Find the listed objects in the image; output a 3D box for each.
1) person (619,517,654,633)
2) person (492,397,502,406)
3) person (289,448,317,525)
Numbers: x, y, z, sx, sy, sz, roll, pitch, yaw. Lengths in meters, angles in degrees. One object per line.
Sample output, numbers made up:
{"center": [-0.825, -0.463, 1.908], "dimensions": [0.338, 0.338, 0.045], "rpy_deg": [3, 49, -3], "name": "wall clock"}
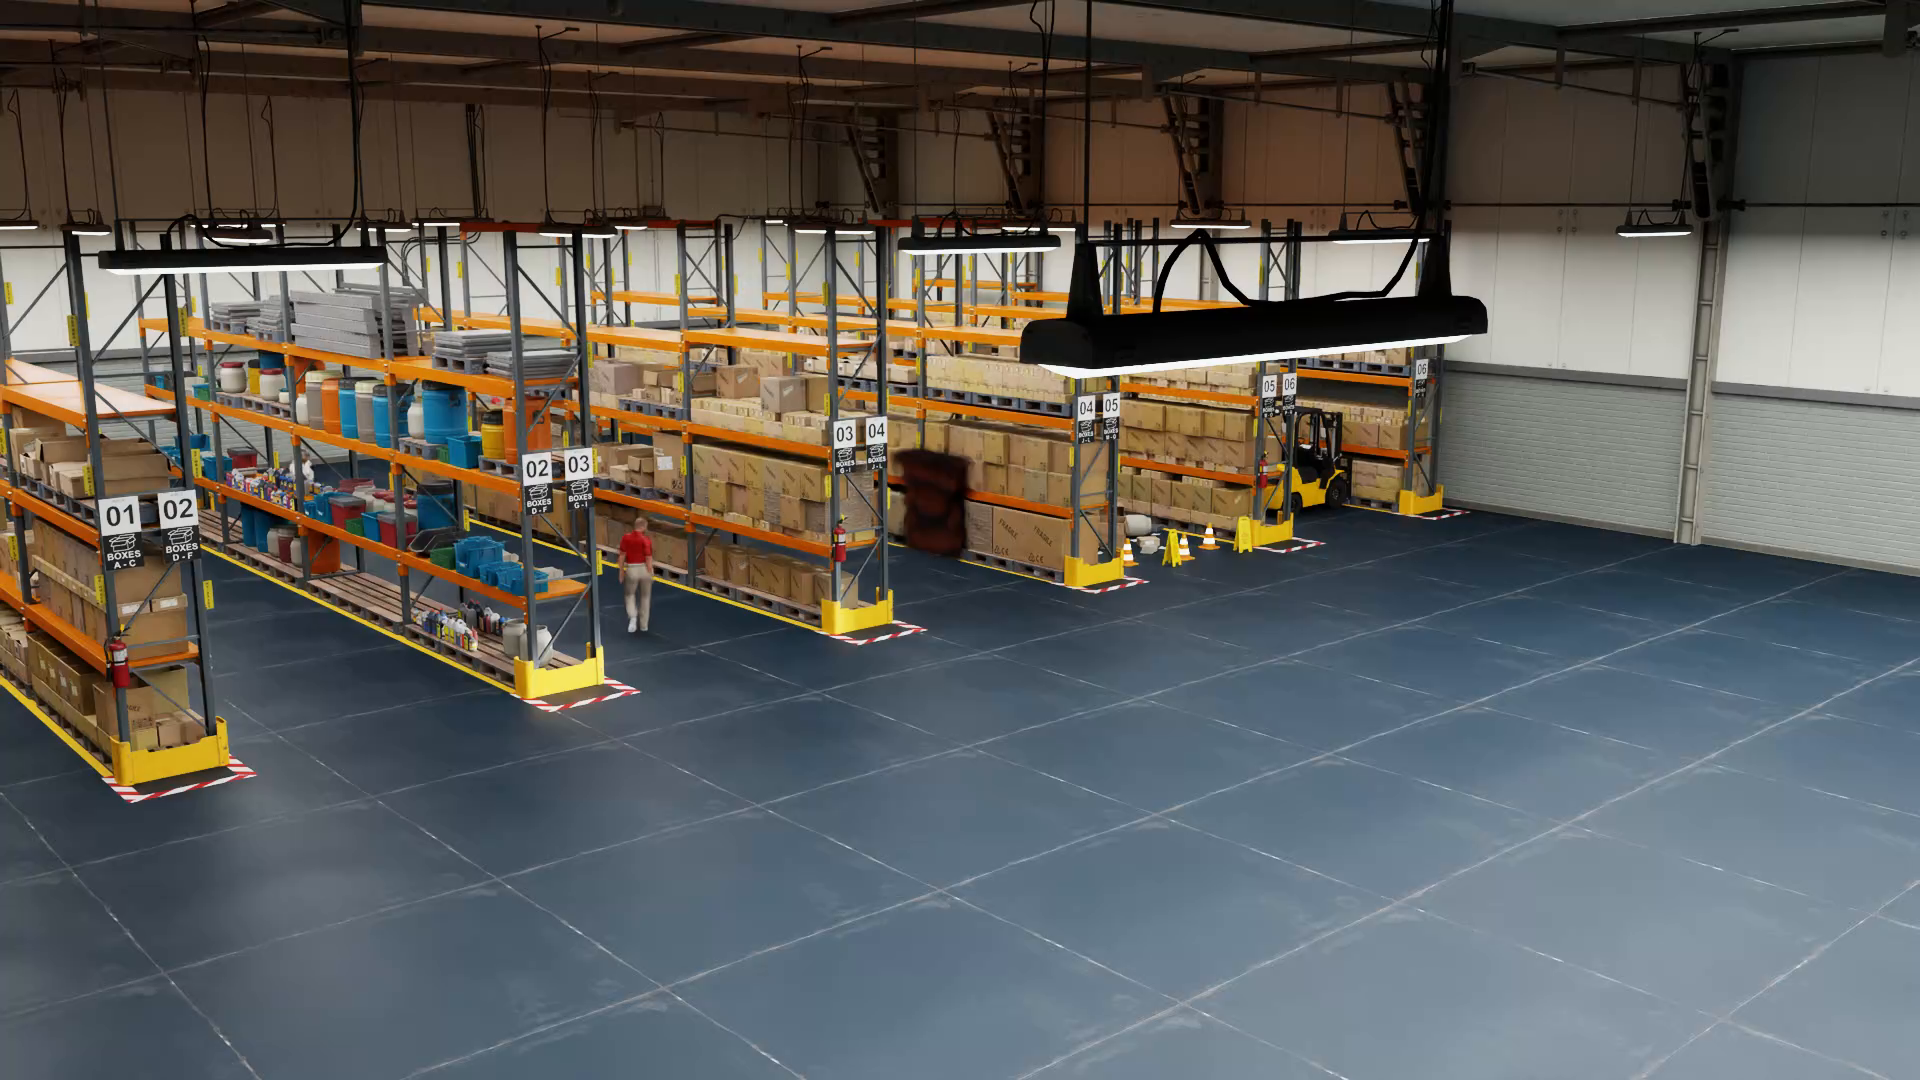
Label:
{"center": [-4.839, 0.528, 24.853], "dimensions": [0.522, 1.730, 0.501], "rpy_deg": [-1, 12, -7], "name": "person"}
{"center": [-11.158, -2.585, 40.166], "dimensions": [0.564, 1.741, 0.975], "rpy_deg": [-10, 15, -42], "name": "person"}
{"center": [-12.702, -0.941, 32.168], "dimensions": [0.995, 1.712, 0.524], "rpy_deg": [10, 15, 41], "name": "person"}
